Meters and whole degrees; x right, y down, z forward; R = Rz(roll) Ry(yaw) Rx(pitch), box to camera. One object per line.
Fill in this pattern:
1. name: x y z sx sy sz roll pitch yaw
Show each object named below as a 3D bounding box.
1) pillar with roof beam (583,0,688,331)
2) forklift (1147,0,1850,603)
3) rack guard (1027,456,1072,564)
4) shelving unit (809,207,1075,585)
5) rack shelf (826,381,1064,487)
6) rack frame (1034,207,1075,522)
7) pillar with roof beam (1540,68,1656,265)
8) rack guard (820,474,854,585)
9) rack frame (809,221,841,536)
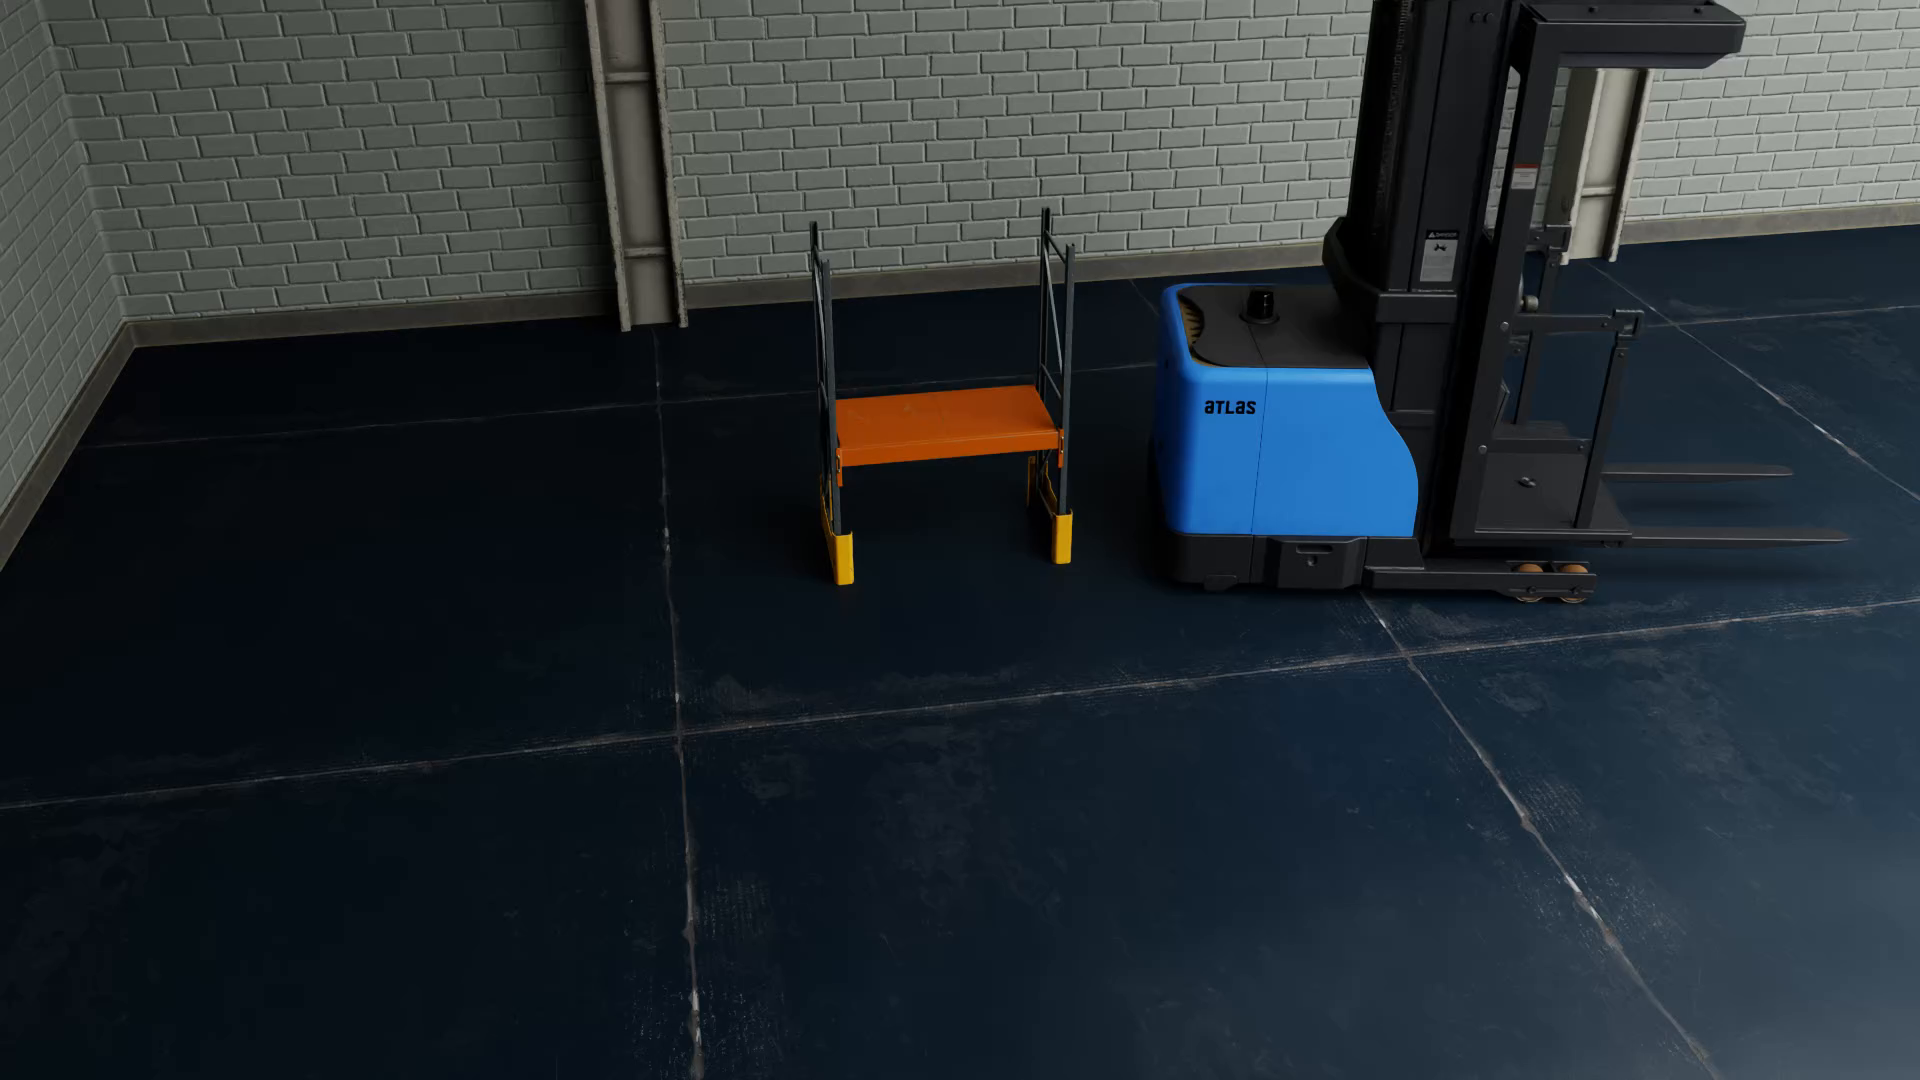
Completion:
1. pillar with roof beam: -1.067 -3.063 4.080 0.400 9.000 9.100 -5 31 -9
2. forklift: 2.414 -1.262 7.005 3.031 2.935 1.130 1 30 1
3. rack guard: 0.415 -0.146 7.752 0.087 0.250 0.587 -5 31 -9
4. shelving unit: -0.075 -0.640 7.358 1.083 1.500 0.587 -5 31 -9
5. rack shelf: -0.084 -0.484 7.448 1.000 0.185 0.538 -5 31 -9
6. rack frame: 0.416 -0.685 7.436 0.032 1.500 0.500 -5 31 -9
7. pillar with roof beam: 4.835 -3.610 5.012 0.400 9.000 9.100 -5 31 -9
8. rack guard: -0.565 -0.055 7.597 0.087 0.250 0.587 -5 31 -9
9. rack frame: -0.584 -0.592 7.278 0.032 1.500 0.500 -5 31 -9
